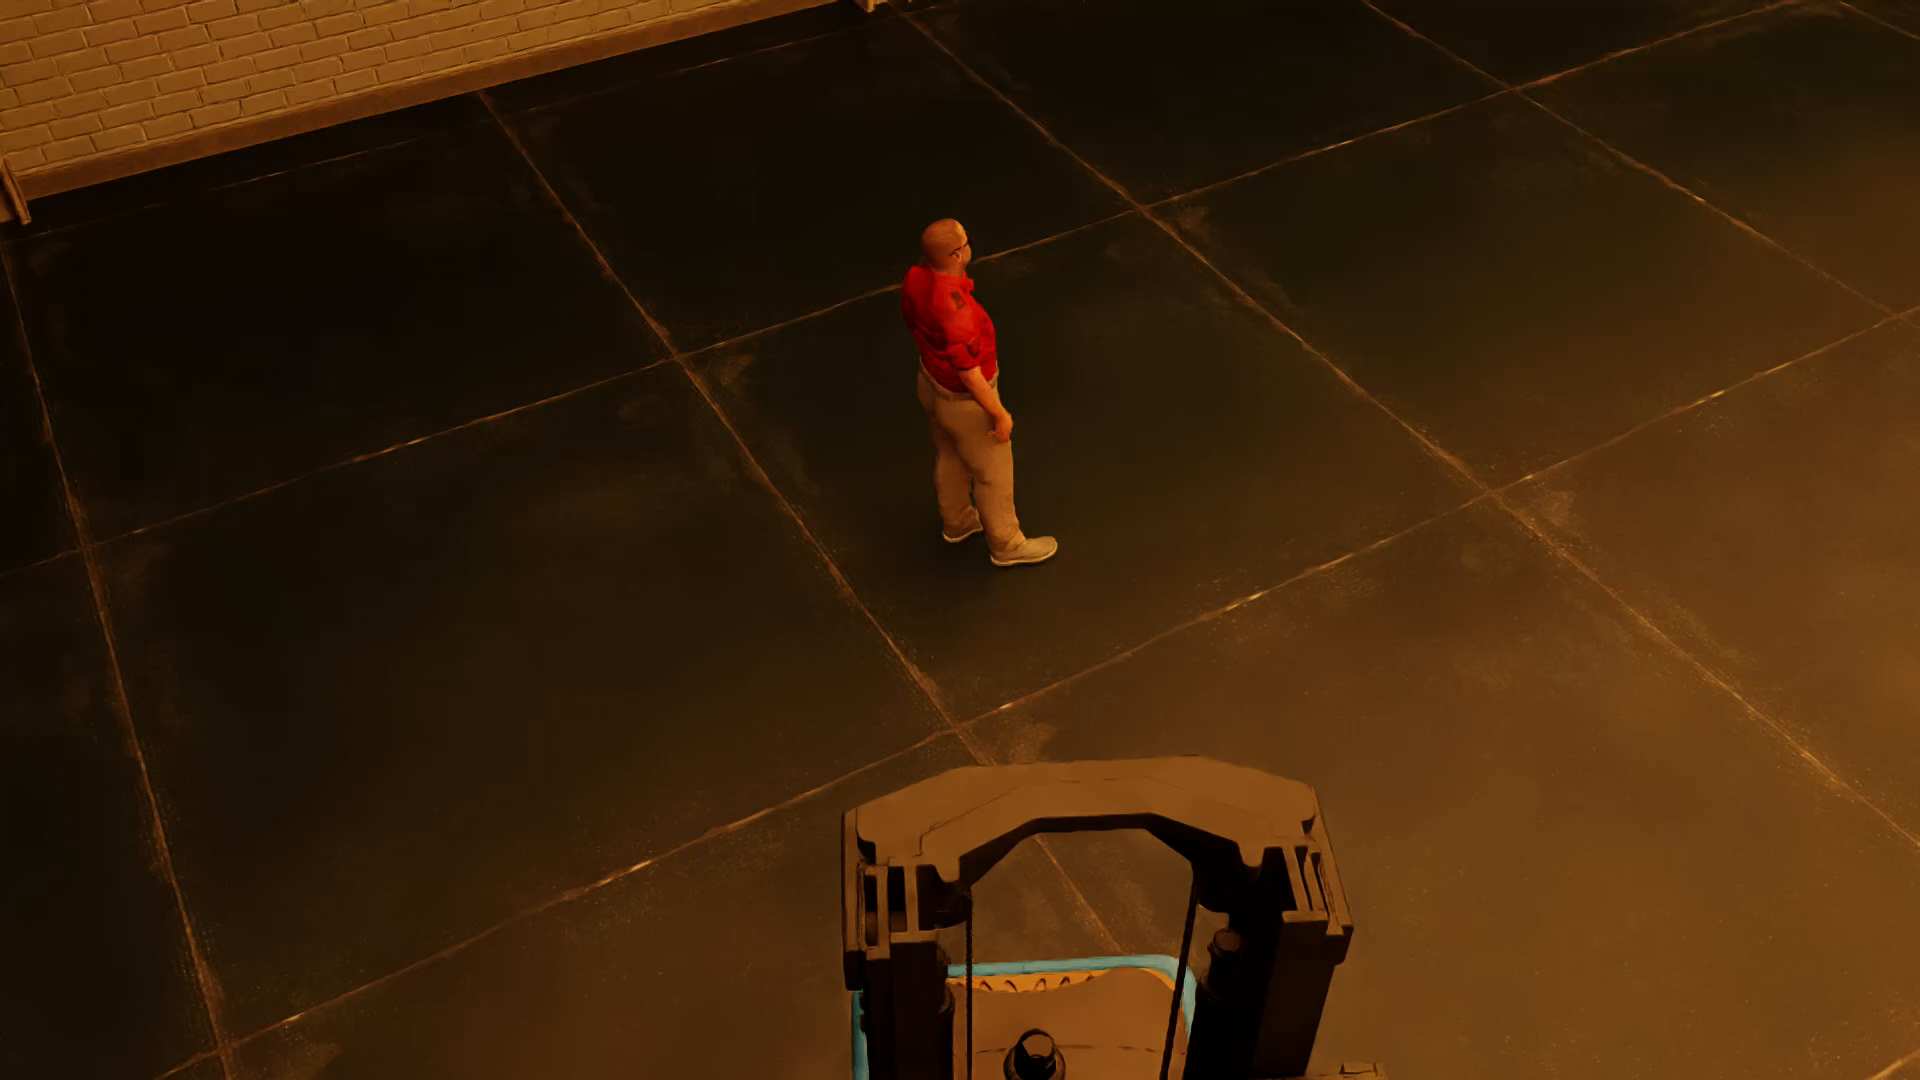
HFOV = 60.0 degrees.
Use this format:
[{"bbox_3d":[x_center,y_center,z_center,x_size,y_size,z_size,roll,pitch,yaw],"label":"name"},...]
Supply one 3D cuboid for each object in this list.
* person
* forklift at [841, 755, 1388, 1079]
[{"bbox_3d":[0.084,-0.662,7.286,0.550,1.726,0.640,-21,47,-21],"label":"person"},{"bbox_3d":[0.277,1.964,3.580,1.130,2.935,3.031,-2,43,-3],"label":"forklift"}]
